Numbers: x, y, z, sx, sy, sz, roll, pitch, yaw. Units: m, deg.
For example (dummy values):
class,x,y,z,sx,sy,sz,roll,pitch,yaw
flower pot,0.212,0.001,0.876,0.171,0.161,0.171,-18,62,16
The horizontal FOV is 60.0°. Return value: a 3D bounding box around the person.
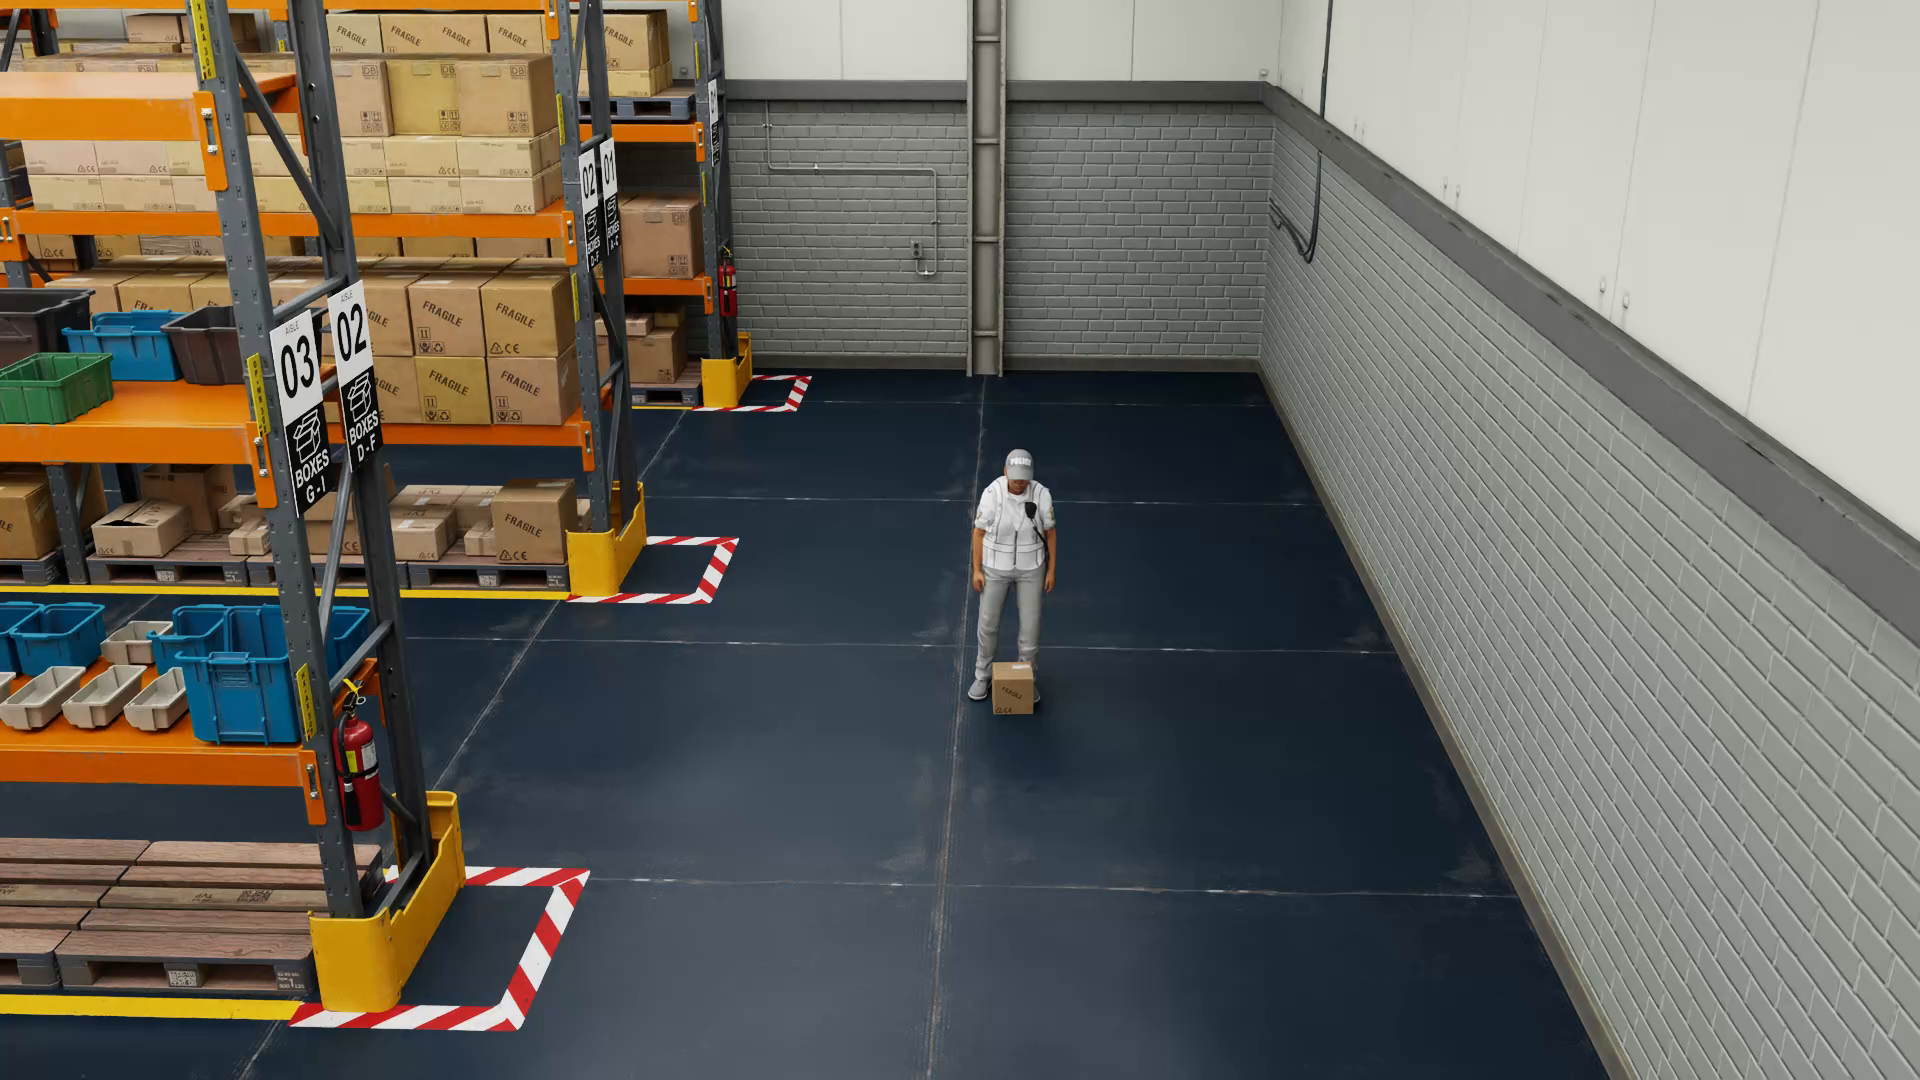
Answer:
class,x,y,z,sx,sy,sz,roll,pitch,yaw
person,0.327,0.205,10.533,0.548,1.667,0.467,0,21,0
